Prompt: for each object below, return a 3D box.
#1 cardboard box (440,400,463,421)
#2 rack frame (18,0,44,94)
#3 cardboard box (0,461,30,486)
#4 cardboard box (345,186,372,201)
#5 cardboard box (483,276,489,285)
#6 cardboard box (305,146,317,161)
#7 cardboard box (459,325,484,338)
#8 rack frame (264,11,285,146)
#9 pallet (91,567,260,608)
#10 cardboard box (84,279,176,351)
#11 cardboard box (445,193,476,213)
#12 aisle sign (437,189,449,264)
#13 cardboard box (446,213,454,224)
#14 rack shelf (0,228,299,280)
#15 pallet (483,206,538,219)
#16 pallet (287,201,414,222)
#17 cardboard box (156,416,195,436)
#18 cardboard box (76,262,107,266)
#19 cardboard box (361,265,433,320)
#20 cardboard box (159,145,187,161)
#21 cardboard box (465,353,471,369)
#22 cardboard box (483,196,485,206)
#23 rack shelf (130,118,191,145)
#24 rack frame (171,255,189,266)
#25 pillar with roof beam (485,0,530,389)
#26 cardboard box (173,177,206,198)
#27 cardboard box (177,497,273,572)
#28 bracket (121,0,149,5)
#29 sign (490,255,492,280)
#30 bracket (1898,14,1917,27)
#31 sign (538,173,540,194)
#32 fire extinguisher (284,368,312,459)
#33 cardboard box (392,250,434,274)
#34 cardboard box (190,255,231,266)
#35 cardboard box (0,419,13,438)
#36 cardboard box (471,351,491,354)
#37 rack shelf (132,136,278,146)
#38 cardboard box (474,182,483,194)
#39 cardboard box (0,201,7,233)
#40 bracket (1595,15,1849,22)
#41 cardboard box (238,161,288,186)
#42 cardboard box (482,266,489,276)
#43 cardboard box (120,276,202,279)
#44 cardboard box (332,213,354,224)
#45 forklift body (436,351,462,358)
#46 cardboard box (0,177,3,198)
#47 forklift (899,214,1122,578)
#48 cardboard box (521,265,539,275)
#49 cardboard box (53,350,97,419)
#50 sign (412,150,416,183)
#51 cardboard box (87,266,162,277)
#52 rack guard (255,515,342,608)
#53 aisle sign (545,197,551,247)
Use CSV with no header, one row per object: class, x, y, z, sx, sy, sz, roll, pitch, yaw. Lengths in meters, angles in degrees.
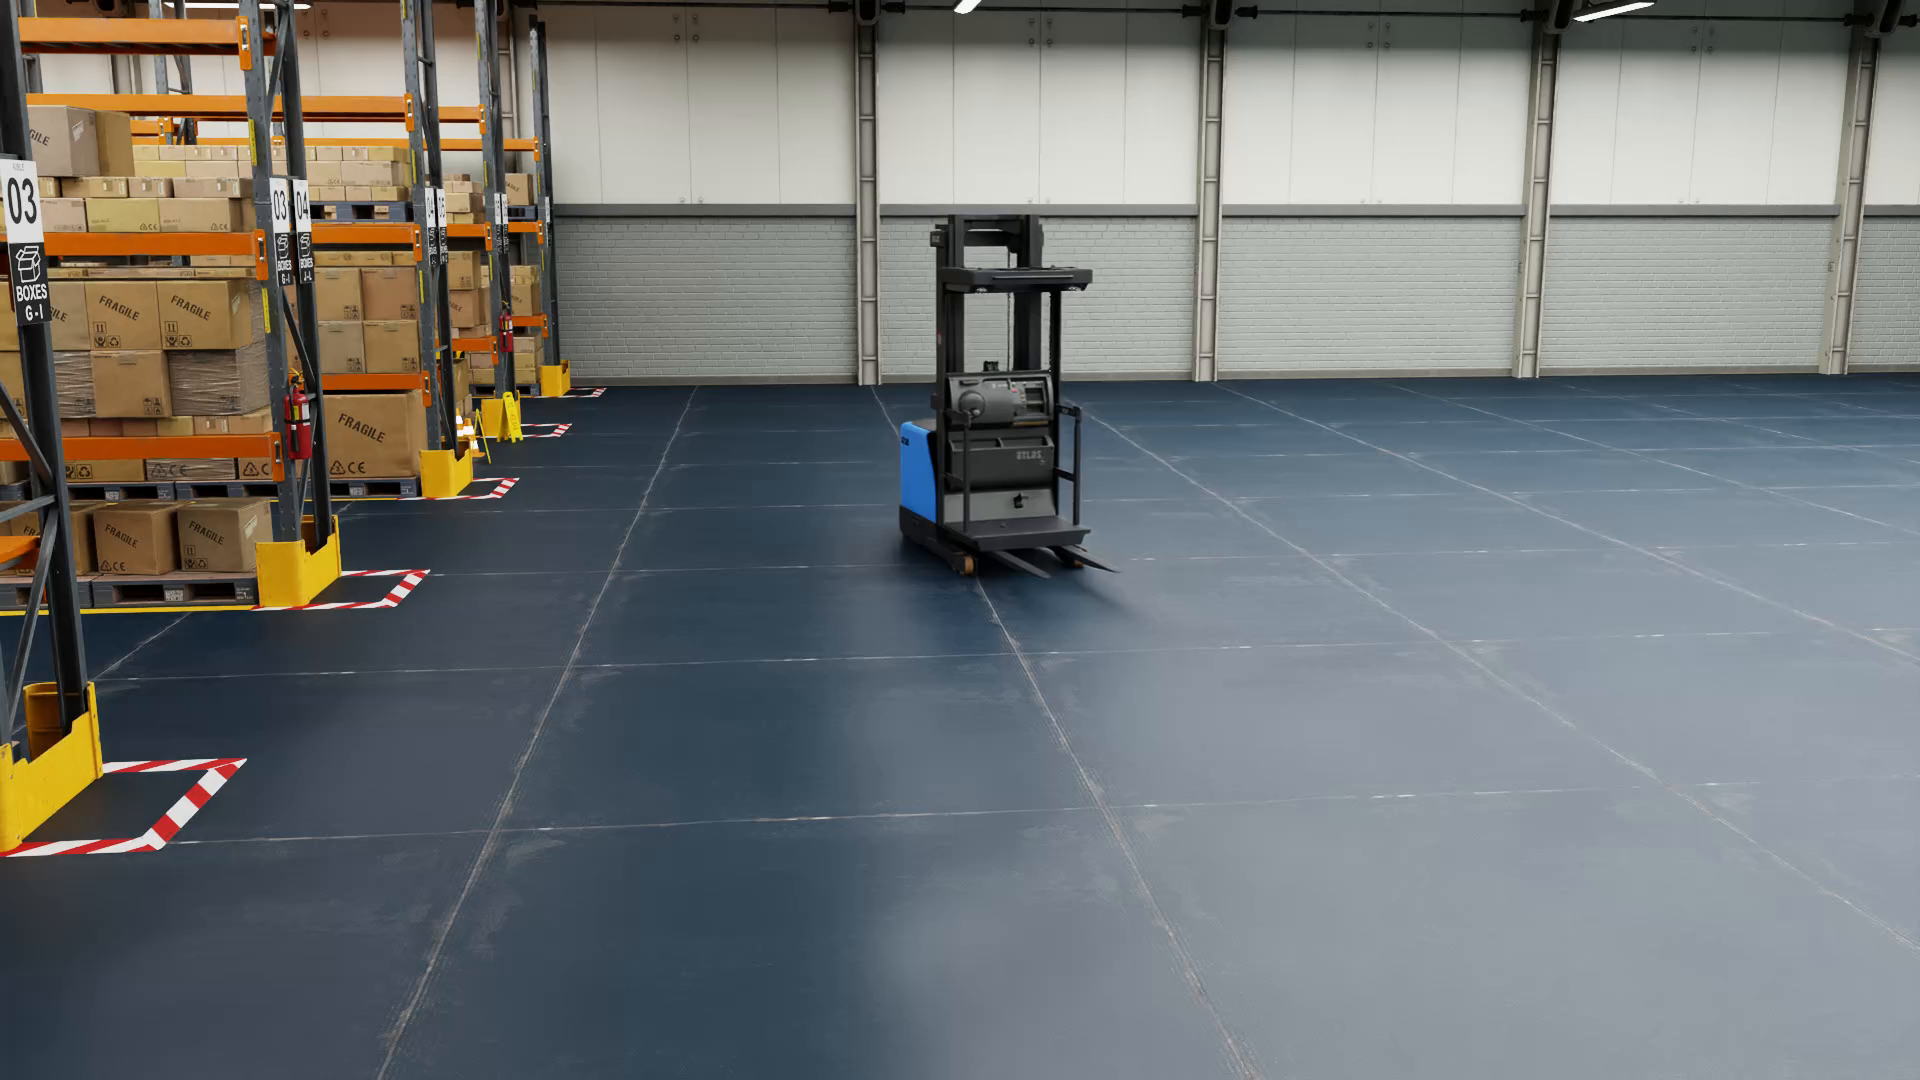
cardboard box,-7.021,-1.763,22.482,0.500,0.250,0.500,-1,11,-6
rack frame,-9.564,-4.888,16.787,0.127,3.000,1.000,-1,11,-6
cardboard box,-10.172,-1.017,17.389,0.750,0.750,1.050,-1,11,-6
cardboard box,-6.132,-3.555,17.083,0.250,0.149,0.380,-1,11,-6
cardboard box,-7.592,-4.229,27.043,0.250,0.149,0.380,-1,11,-5
cardboard box,-6.646,-3.935,16.950,0.250,0.149,0.380,-1,11,-5
cardboard box,-6.571,-2.803,22.384,0.250,0.149,0.380,-1,11,-4
rack frame,-10.739,-6.787,26.447,0.127,3.000,1.000,-1,11,-6
pallet,-6.040,0.305,13.150,1.213,0.211,1.003,-1,11,-6
cardboard box,-6.169,-1.690,12.448,0.500,0.500,0.500,-1,11,-6
cardboard box,-6.702,-4.457,21.987,0.500,0.250,0.500,-1,11,-7
aisle sign,-5.550,-3.363,17.839,0.004,0.787,0.394,-1,11,-6
cardboard box,-6.791,-4.251,21.974,0.250,0.149,0.380,-1,11,-6
rack shelf,-7.141,-2.152,12.509,4.000,0.370,1.077,-1,11,-6
pallet,-7.468,-5.346,27.119,1.213,0.211,1.003,-1,11,-6
pallet,-6.324,-3.439,17.420,1.213,0.211,1.003,-1,11,-6
cardboard box,-5.905,-0.886,12.631,0.250,0.149,0.380,-1,11,-6
cardboard box,-11.318,-3.541,21.687,0.250,0.149,0.380,-2,11,-8
cardboard box,-5.961,-2.631,17.670,0.550,0.550,0.875,-1,11,-6
cardboard box,-7.901,-3.909,16.817,0.250,0.149,0.380,-1,11,-6
cardboard box,-8.223,-2.936,27.151,0.500,0.250,0.500,-1,11,-7
cardboard box,-7.553,-5.455,26.750,0.250,0.149,0.380,-2,11,-8
rack shelf,-12.188,-5.245,21.501,4.000,0.370,1.077,-1,11,-6
rack frame,-10.199,-2.892,22.184,0.127,3.000,1.000,-1,11,-6
pillar with roof beam,-7.087,-6.203,23.476,0.548,9.000,9.100,-1,11,-6
cardboard box,-5.666,-2.620,12.380,0.250,0.149,0.380,-2,11,-8
cardboard box,-5.775,-0.044,13.091,0.500,0.500,0.500,1,11,4
bracket,-13.066,-8.611,26.391,0.430,0.232,0.235,-1,11,-6
sign,-6.183,-3.592,21.922,0.005,0.325,0.100,-1,11,-6
bracket,16.759,-9.236,29.570,0.430,0.232,0.235,-1,11,-6
sign,-6.718,-5.690,26.551,0.005,0.325,0.100,-1,11,-6
fire extinguisher,-4.989,-0.951,12.511,0.183,0.674,0.296,-1,11,-6
cardboard box,-7.211,-3.599,22.159,0.500,0.500,0.700,-1,11,-6
cardboard box,-9.739,-3.545,21.884,0.500,0.500,0.700,-1,11,-7
cardboard box,-7.150,-0.863,12.513,0.250,0.149,0.380,-1,11,-6
cardboard box,-7.694,-3.193,27.165,0.500,0.250,0.500,-1,11,-5
rack shelf,-12.727,-6.196,26.343,4.000,0.370,1.077,-1,11,-6
cardboard box,-6.598,-4.747,22.427,0.250,0.149,0.380,-1,11,-6
cardboard box,-7.110,-2.383,12.207,0.500,0.250,0.500,-1,11,-7
bracket,13.372,-9.165,29.209,4.783,0.066,0.076,-1,11,-6
cardboard box,-7.041,-3.743,17.007,0.500,0.250,0.500,-1,11,-6
cardboard box,-7.595,-4.371,26.994,0.250,0.149,0.380,-1,11,-5
cardboard box,-6.227,-1.792,12.967,0.500,0.500,0.500,-1,11,-6
cardboard box,-8.069,-4.222,21.826,0.250,0.149,0.380,-1,11,-7
forklift body,-8.451,-3.121,25.551,1.214,2.155,2.313,-1,11,-6
cardboard box,-6.967,-2.580,12.179,0.250,0.149,0.380,-2,11,-9
forklift,0.425,-1.231,13.913,1.130,2.935,3.031,-4,12,-20
cardboard box,-7.119,-4.474,27.521,0.250,0.149,0.380,-1,11,-7
cardboard box,-6.688,-1.228,12.690,0.500,0.500,0.875,-1,11,-6
sign,-5.543,-3.791,16.892,0.005,0.325,0.100,-1,11,-6
cardboard box,-8.660,-2.583,17.424,0.550,0.550,0.875,-1,11,-6
rack guard,-5.228,0.153,13.174,0.348,0.500,1.175,-1,11,-6
aisle sign,-6.665,-5.148,26.919,0.004,0.787,0.394,-1,11,-6
